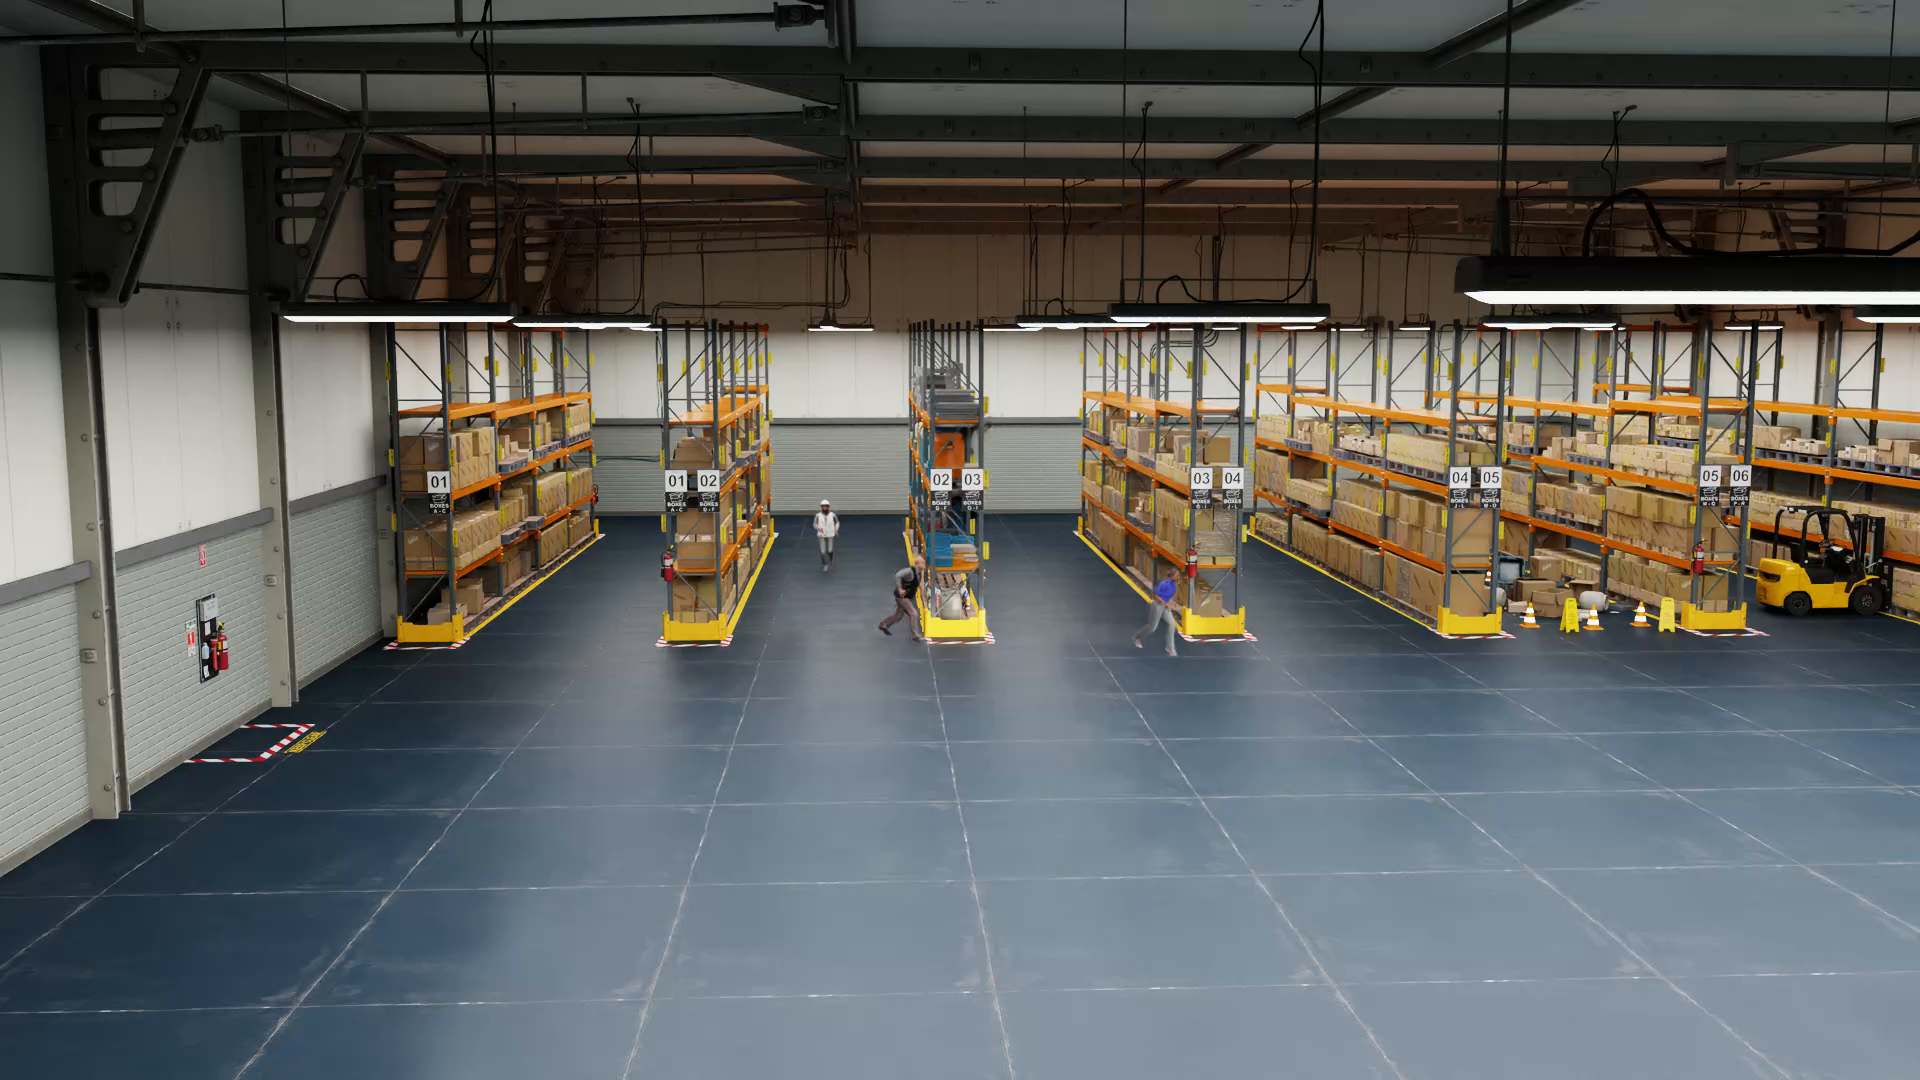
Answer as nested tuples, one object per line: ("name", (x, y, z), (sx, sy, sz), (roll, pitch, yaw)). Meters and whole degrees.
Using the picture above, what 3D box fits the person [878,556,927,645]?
("person", (-1.090, 1.118, 30.916), (1.007, 1.682, 0.697), (4, 8, 26))

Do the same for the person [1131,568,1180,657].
("person", (3.535, 1.274, 29.934), (0.976, 1.616, 0.611), (5, 9, 34))

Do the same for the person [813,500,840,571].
("person", (-3.253, -0.098, 40.222), (0.616, 1.731, 0.569), (-1, 7, -4))
